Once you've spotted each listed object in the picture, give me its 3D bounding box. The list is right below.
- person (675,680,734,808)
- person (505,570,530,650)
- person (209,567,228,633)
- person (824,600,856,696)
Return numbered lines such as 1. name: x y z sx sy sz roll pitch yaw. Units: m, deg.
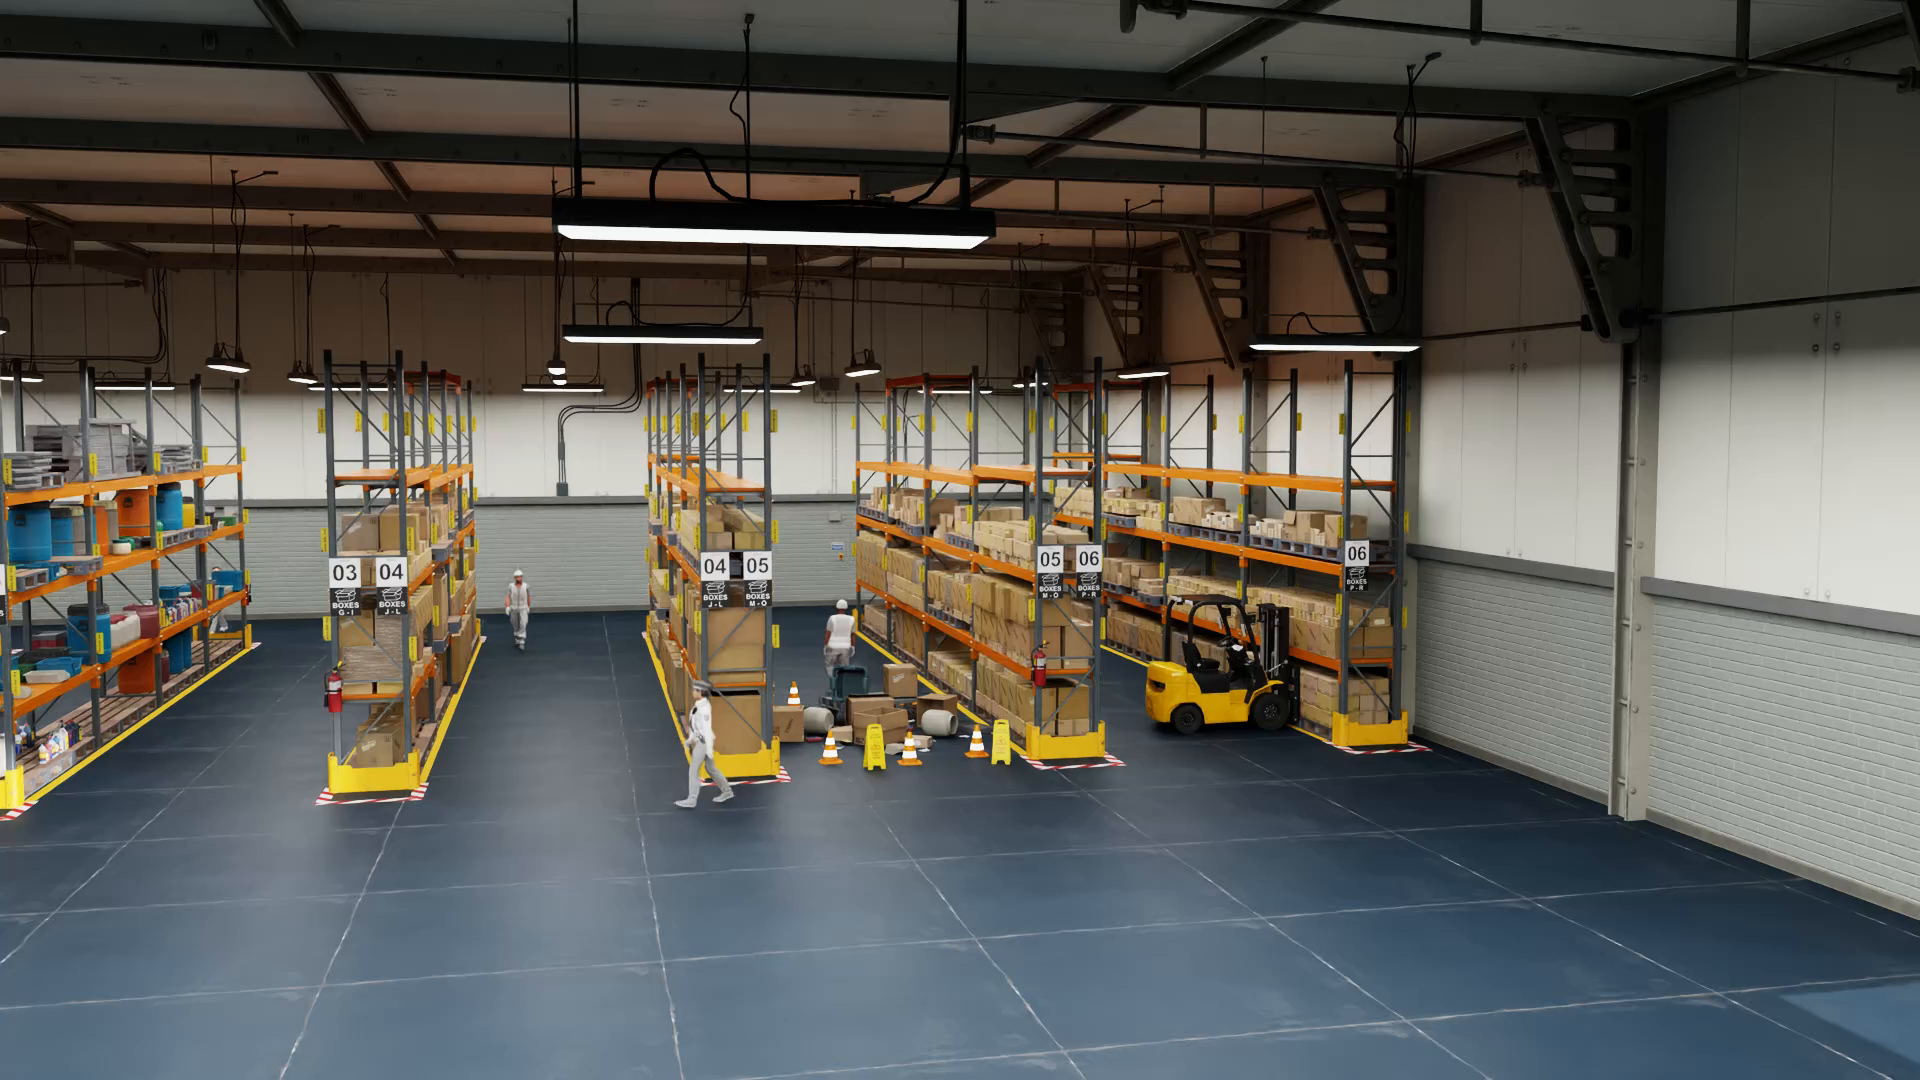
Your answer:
1. person: -3.358 2.659 21.823 0.783 1.664 0.488 -1 4 -12
2. person: -9.841 1.540 37.000 0.527 1.725 1.068 -1 4 -11
3. person: -17.705 1.437 39.503 0.414 1.612 1.081 0 4 6
4. person: -2.200 1.983 30.461 0.605 1.782 0.458 -1 4 -14
